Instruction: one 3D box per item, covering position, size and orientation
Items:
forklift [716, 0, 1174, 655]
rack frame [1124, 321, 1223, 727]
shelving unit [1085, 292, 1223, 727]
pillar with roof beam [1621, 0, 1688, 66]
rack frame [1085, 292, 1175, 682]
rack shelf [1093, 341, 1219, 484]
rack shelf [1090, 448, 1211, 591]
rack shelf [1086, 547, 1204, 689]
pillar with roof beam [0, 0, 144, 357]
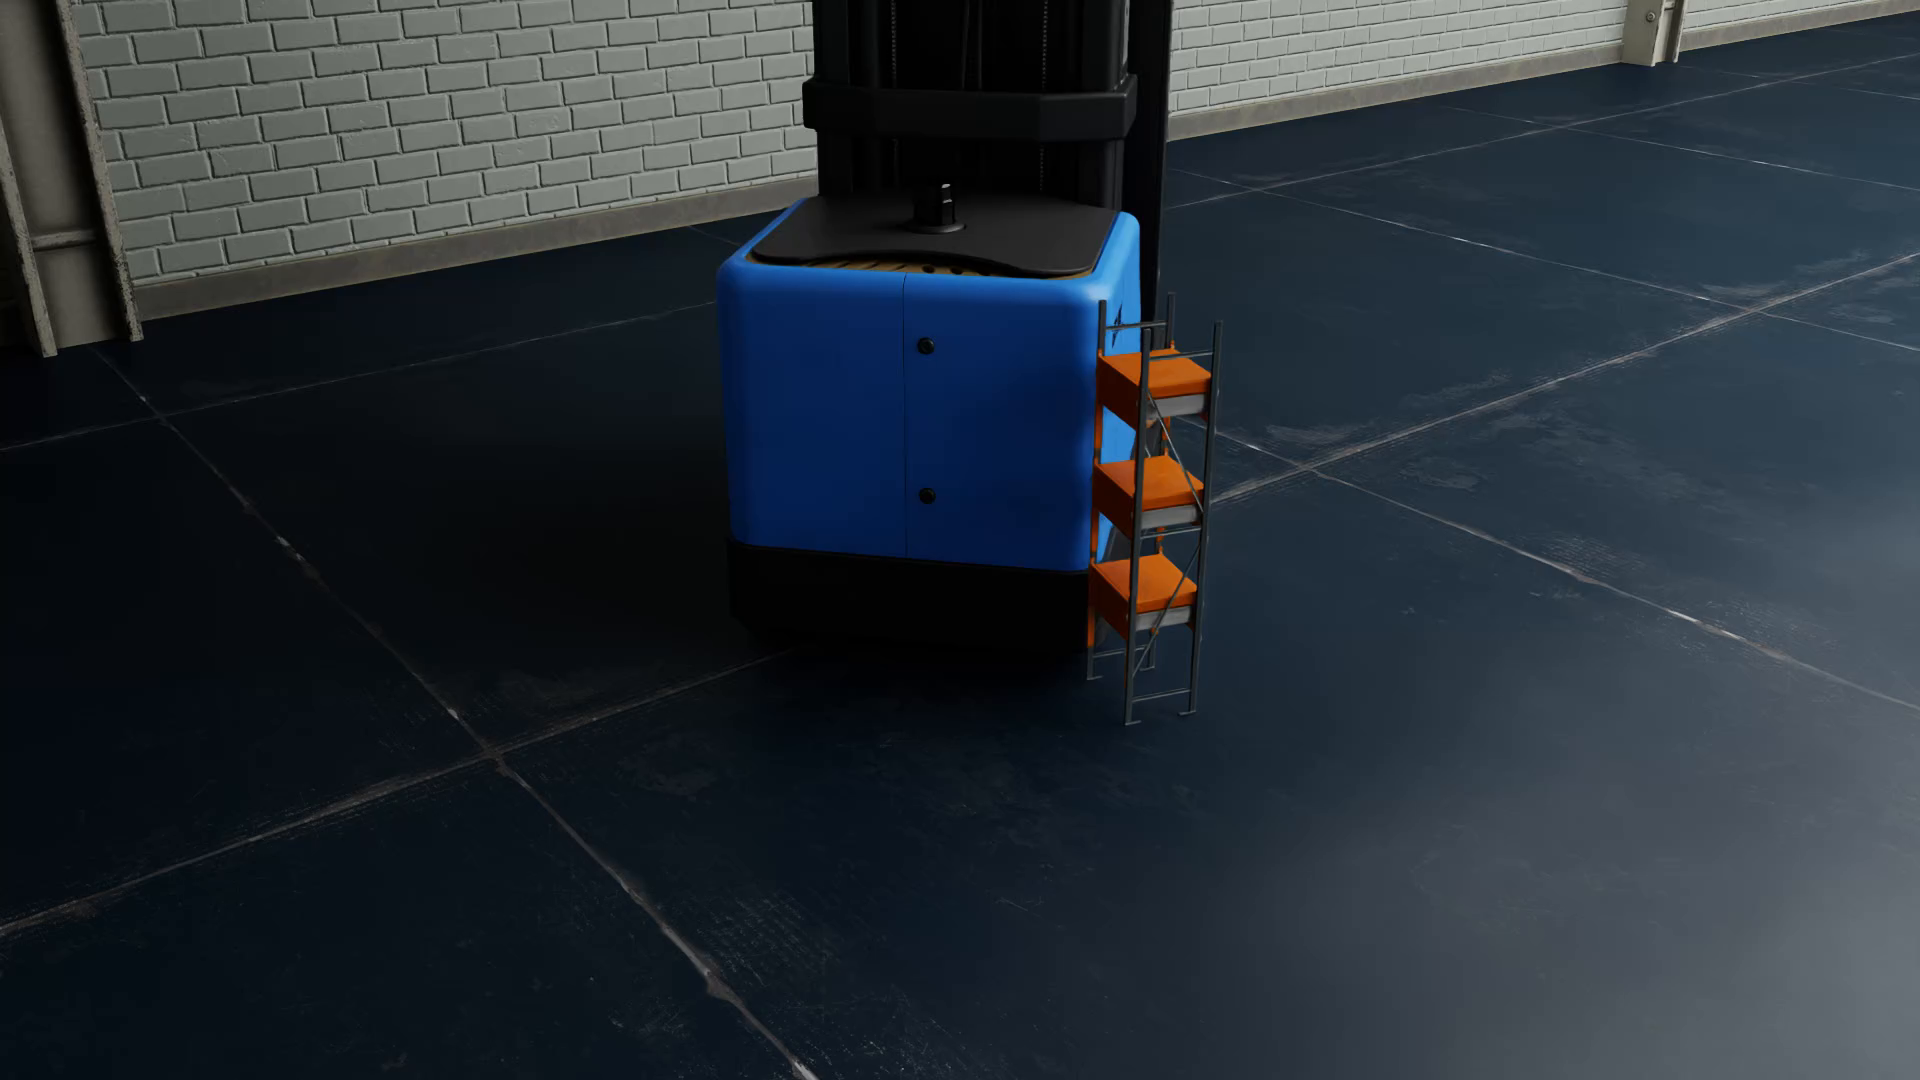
[{"bbox_3d":[0.141,-1.618,5.255,1.130,2.935,3.031,5,25,10],"label":"forklift"},{"bbox_3d":[0.512,-0.017,4.039,0.200,1.050,0.008,-9,26,-18],"label":"rack frame"},{"bbox_3d":[0.471,-0.065,4.143,0.215,1.050,0.252,-9,26,-18],"label":"shelving unit"},{"bbox_3d":[8.367,-6.629,8.844,0.400,9.000,9.100,-18,31,-34],"label":"pillar with roof beam"},{"bbox_3d":[0.430,-0.114,4.248,0.200,1.050,0.008,-9,26,-18],"label":"rack frame"},{"bbox_3d":[0.471,-0.313,4.028,0.215,0.259,0.240,-9,26,-18],"label":"rack shelf"},{"bbox_3d":[0.471,-0.056,4.148,0.215,0.259,0.240,-9,26,-18],"label":"rack shelf"},{"bbox_3d":[0.471,0.196,4.265,0.215,0.259,0.240,-9,26,-18],"label":"rack shelf"},{"bbox_3d":[-1.076,-3.512,2.127,0.400,9.000,9.100,-18,31,-34],"label":"pillar with roof beam"}]
